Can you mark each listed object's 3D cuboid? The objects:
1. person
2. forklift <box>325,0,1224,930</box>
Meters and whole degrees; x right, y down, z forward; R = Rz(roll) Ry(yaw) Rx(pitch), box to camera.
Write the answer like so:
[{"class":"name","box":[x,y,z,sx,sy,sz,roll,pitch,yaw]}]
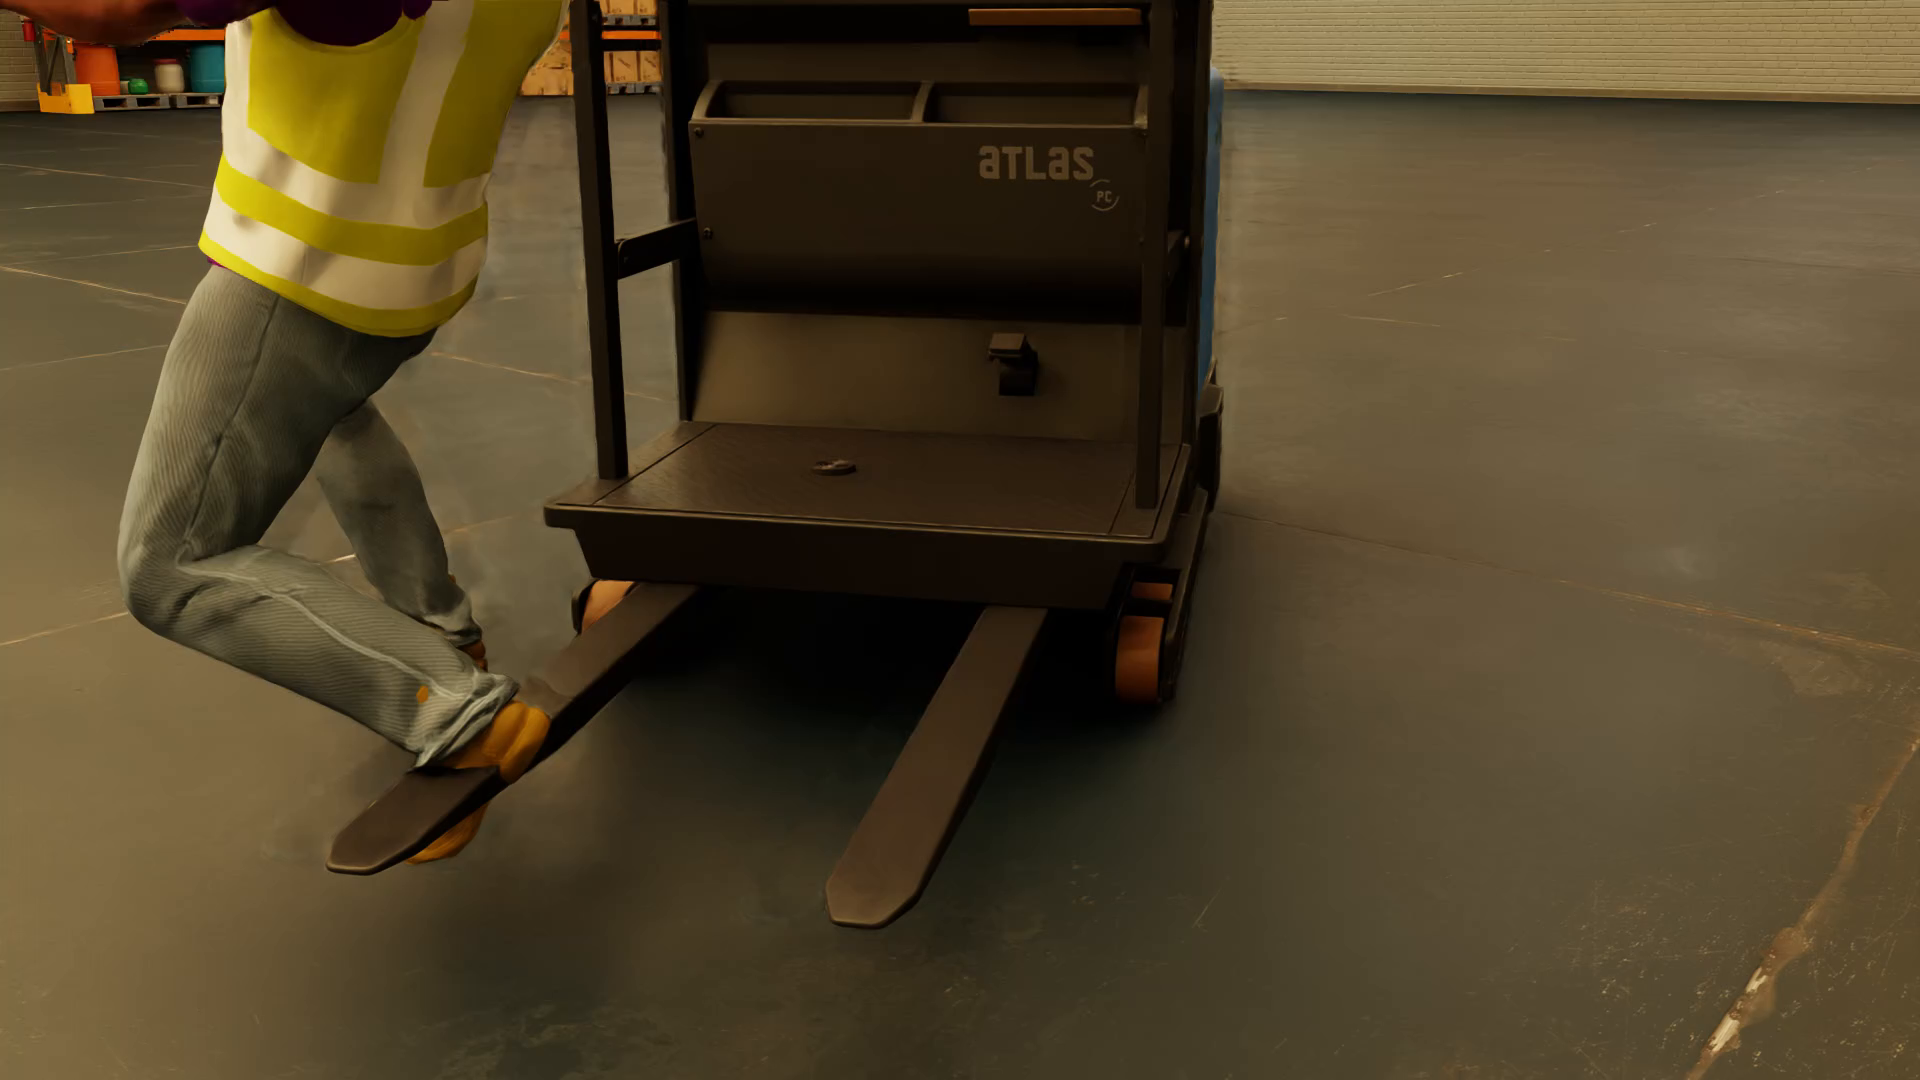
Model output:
[{"class":"person","box":[-0.896,-0.441,2.380,0.804,1.556,0.932,1,17,2]},{"class":"forklift","box":[-0.107,-1.222,2.921,1.130,2.935,3.031,3,17,11]}]
